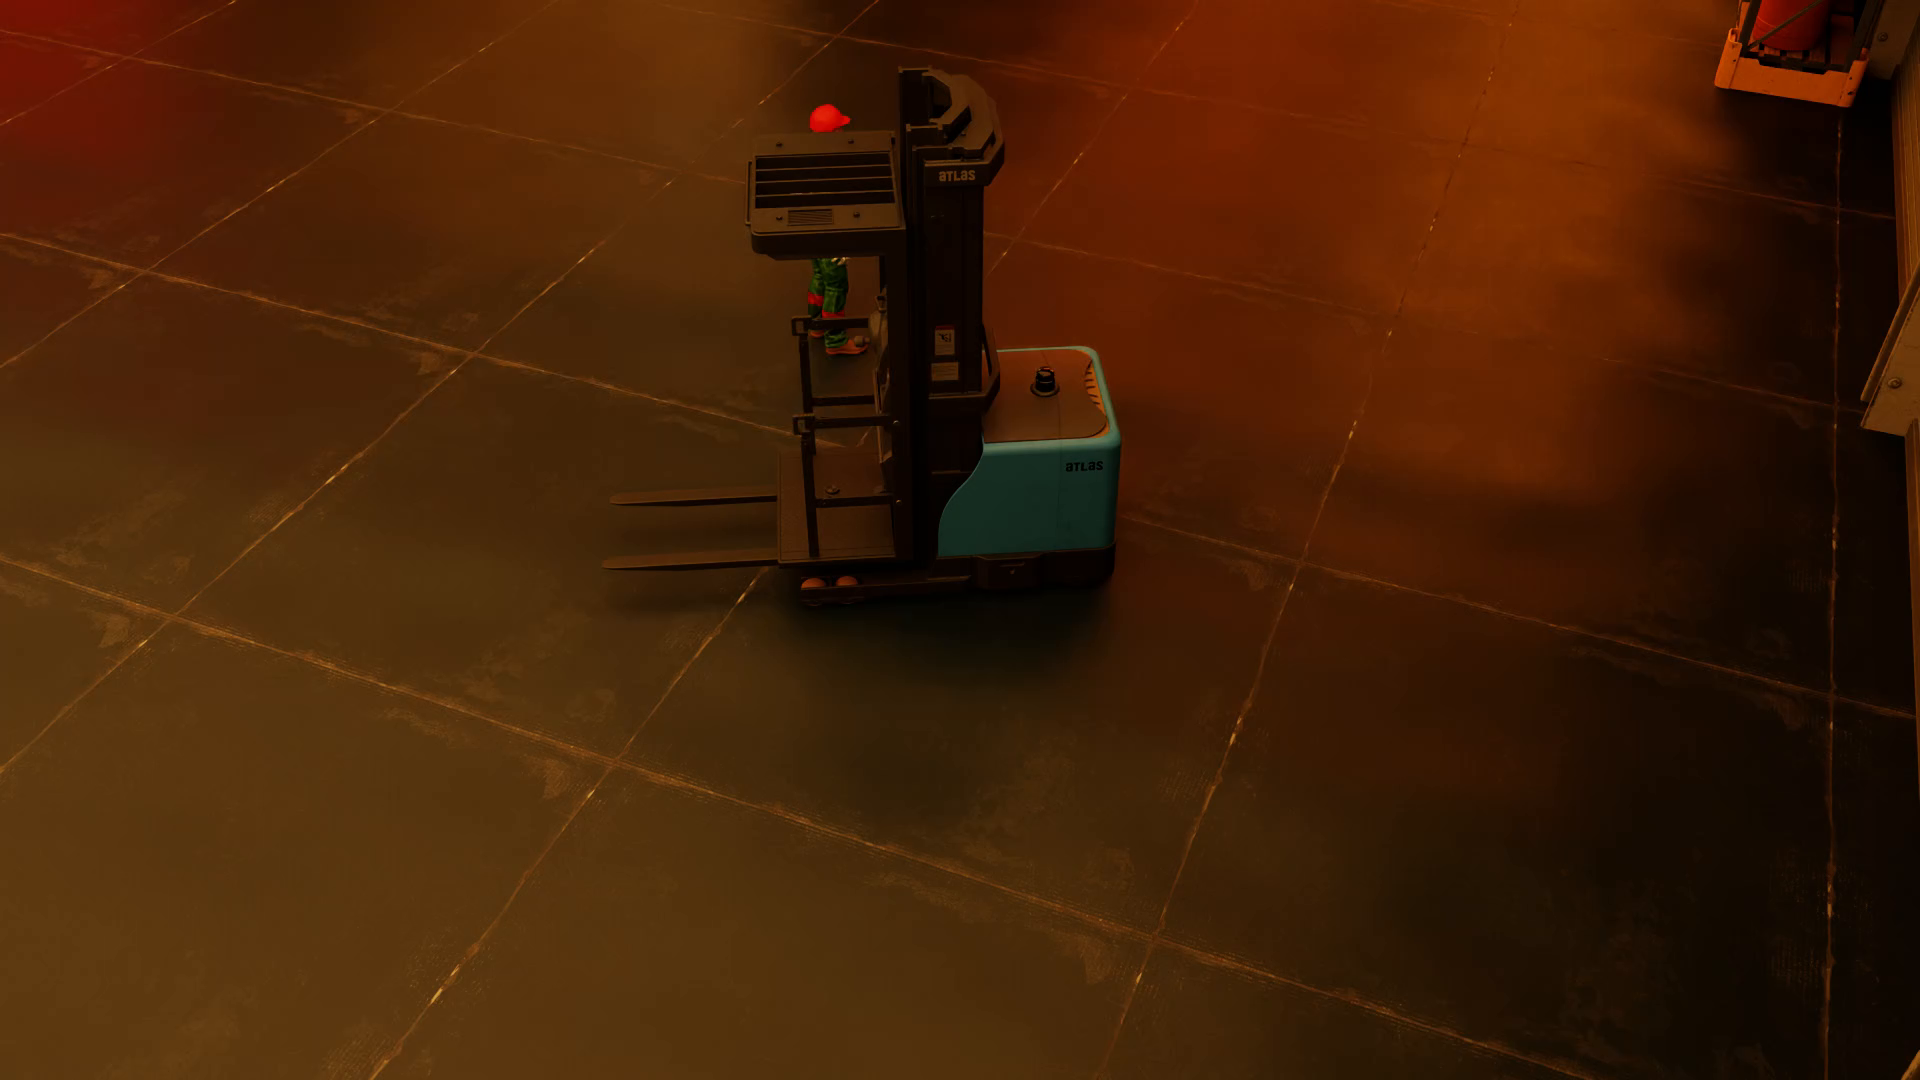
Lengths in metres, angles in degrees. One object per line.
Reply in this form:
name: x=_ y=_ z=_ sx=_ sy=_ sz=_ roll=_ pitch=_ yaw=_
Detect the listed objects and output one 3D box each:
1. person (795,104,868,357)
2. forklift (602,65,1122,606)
person: x=-0.925 y=-2.137 z=11.461 sx=0.451 sy=1.777 sz=0.610 roll=-18 pitch=43 yaw=-20
forklift: x=-0.621 y=-1.090 z=9.308 sx=3.031 sy=2.935 sz=1.130 roll=-3 pitch=40 yaw=-4
